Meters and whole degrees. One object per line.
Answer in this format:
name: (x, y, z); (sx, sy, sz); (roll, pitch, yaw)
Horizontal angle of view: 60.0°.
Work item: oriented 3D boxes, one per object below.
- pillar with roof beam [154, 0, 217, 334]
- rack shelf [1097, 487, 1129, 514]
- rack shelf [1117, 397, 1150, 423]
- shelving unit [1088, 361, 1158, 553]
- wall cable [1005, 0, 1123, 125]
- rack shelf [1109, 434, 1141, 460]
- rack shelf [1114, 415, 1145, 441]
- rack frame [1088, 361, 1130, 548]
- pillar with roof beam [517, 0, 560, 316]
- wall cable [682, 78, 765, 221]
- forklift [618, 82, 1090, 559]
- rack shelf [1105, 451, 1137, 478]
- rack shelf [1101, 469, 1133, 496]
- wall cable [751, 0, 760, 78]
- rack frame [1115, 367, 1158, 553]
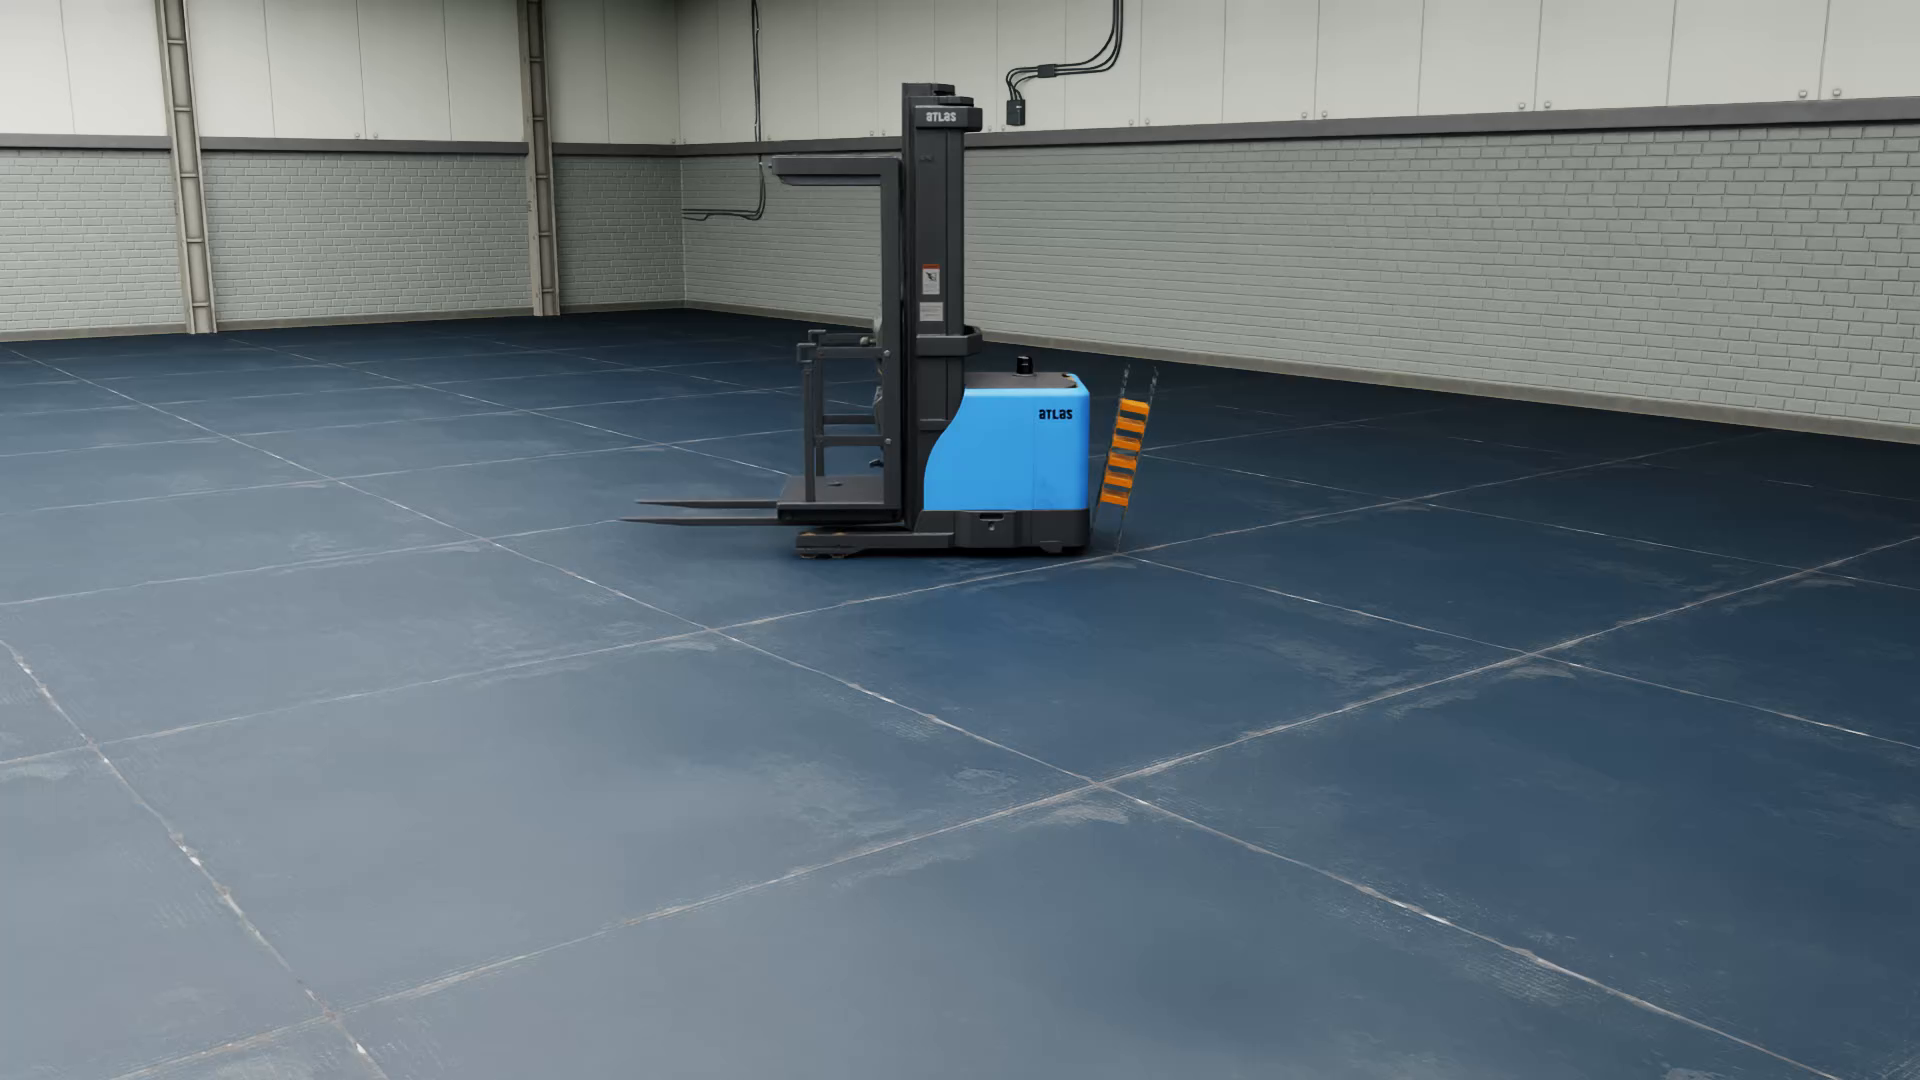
pillar with roof beam: (-9.615, -7.071, 22.764); (0.400, 9.000, 9.100); (-9, 15, -38)
rack shelf: (0.989, -0.259, 10.767); (0.180, 0.103, 0.258); (12, 12, 0)
rack shelf: (1.107, -0.833, 10.639); (0.180, 0.103, 0.258); (12, 12, 0)
shelving unit: (1.045, -0.531, 10.707); (0.189, 1.200, 0.258); (12, 12, 0)
wall cable: (1.426, -8.837, 22.895); (0.169, 6.003, 2.305); (-9, 15, -38)
rack shelf: (1.060, -0.604, 10.691); (0.180, 0.103, 0.258); (12, 12, 0)
rack shelf: (1.083, -0.718, 10.665); (0.180, 0.103, 0.258); (12, 12, 0)
rack frame: (0.955, -0.550, 10.707); (0.006, 1.200, 0.240); (12, 12, 0)
pillar with roof beam: (-4.930, -7.850, 26.431); (0.400, 9.000, 9.100); (-9, 15, -38)
wall cable: (-4.492, -7.197, 30.832); (0.112, 2.526, 3.097); (-9, 15, -38)
forklift: (-0.693, -1.424, 10.777); (3.031, 2.935, 1.130); (0, 12, -1)
rack shelf: (1.036, -0.489, 10.716); (0.180, 0.103, 0.258); (12, 12, 0)
rack shelf: (1.013, -0.374, 10.742); (0.180, 0.103, 0.258); (12, 12, 0)
wall cable: (-2.802, -9.228, 28.241); (0.112, 2.526, 3.097); (-9, 15, -38)
rack frame: (1.134, -0.513, 10.706); (0.006, 1.200, 0.240); (12, 12, 0)
